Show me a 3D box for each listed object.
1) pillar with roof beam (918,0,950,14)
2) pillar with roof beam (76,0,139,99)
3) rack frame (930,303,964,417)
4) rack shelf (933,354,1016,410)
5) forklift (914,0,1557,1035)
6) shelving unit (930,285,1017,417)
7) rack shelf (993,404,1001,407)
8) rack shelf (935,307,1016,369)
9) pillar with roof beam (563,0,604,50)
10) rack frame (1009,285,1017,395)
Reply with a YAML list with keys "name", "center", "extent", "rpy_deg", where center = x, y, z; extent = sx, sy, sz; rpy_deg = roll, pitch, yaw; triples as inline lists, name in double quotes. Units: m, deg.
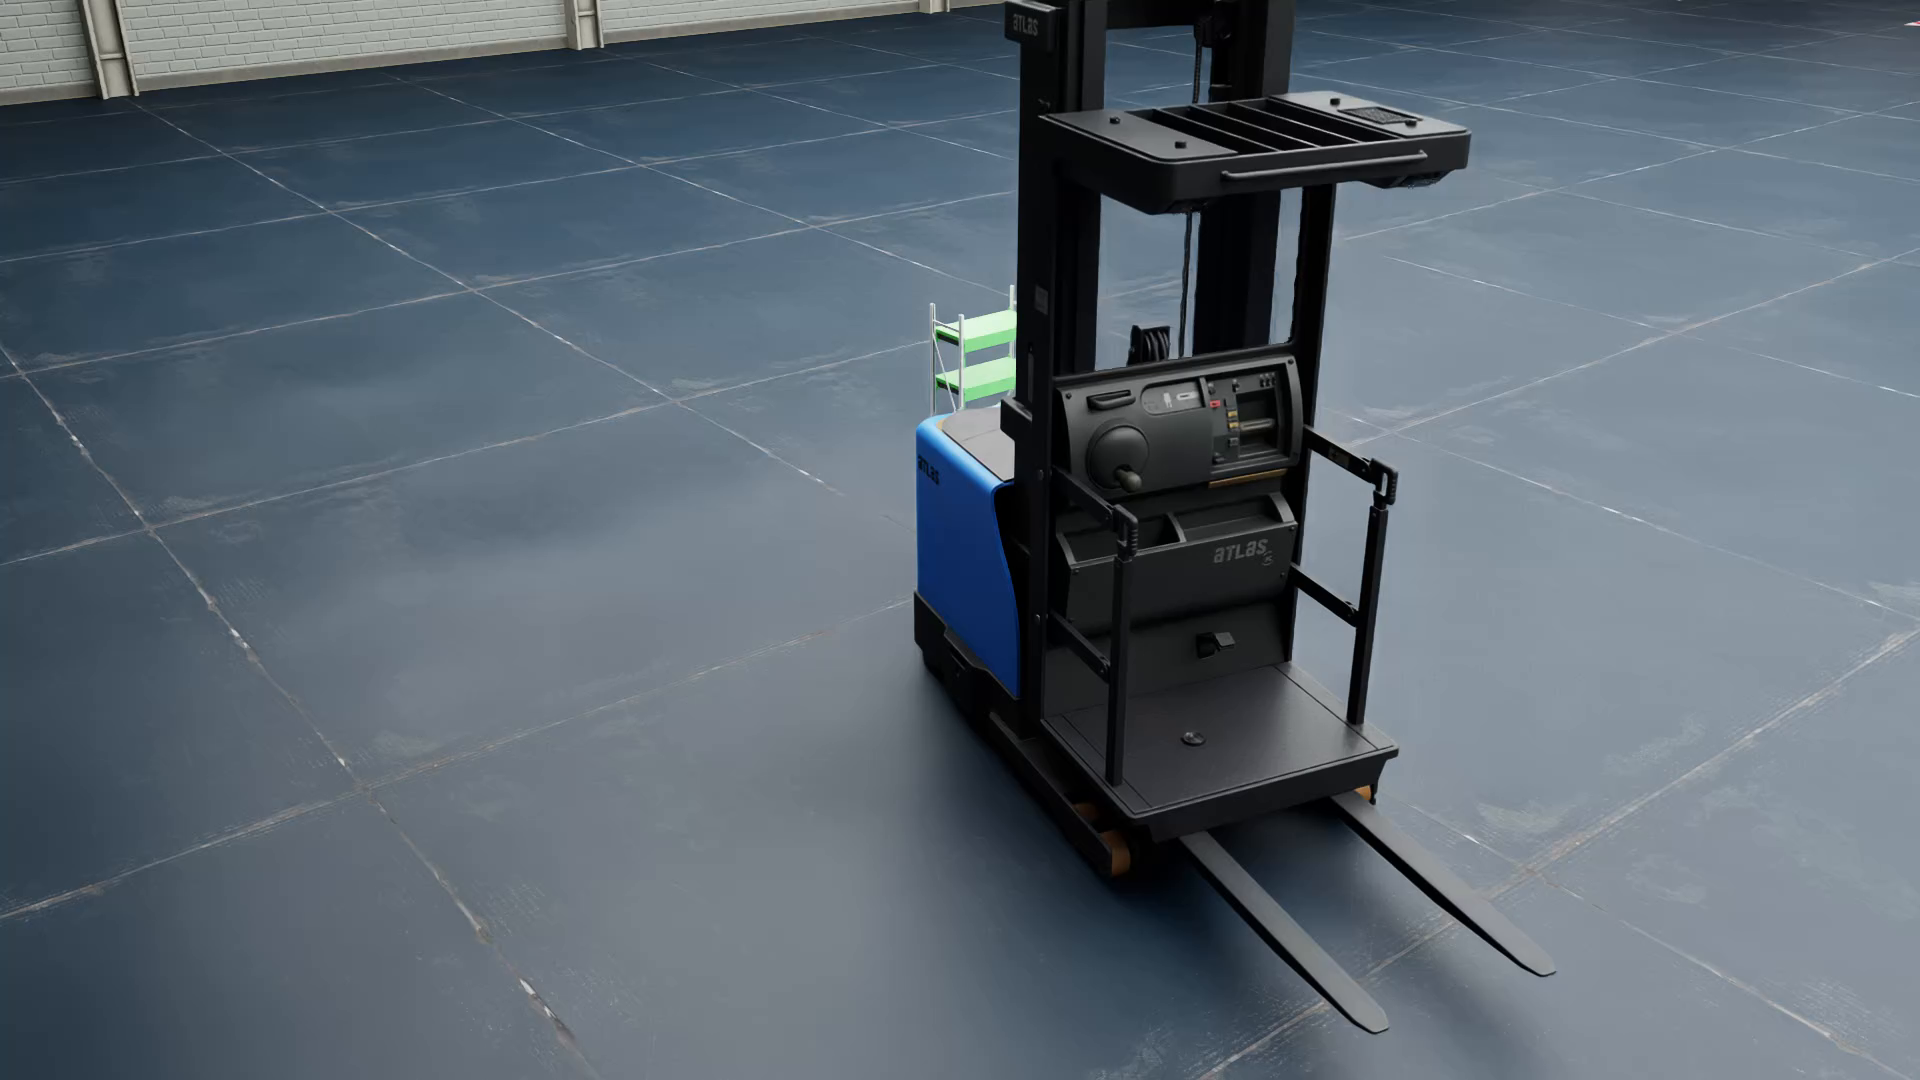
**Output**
- name: "pillar with roof beam"
  center: [2.246, -10.977, 21.212]
  extent: [0.400, 9.000, 9.100]
  rpy_deg: [-18, 31, -34]
- name: "pillar with roof beam"
  center: [-7.197, -7.859, 14.495]
  extent: [0.400, 9.000, 9.100]
  rpy_deg: [-18, 31, -34]
- name: "rack frame"
  center: [-0.062, -0.524, 7.953]
  extent: [0.015, 1.200, 0.240]
  rpy_deg: [-18, 31, -34]
- name: "rack shelf"
  center: [0.130, -0.747, 8.016]
  extent: [0.480, 0.148, 0.258]
  rpy_deg: [-18, 31, -34]
- name: "forklift"
  center: [0.862, -0.369, 5.563]
  extent: [1.130, 2.935, 3.031]
  rpy_deg: [-11, 27, -22]
- name: "shelving unit"
  center: [0.130, -0.587, 8.090]
  extent: [0.503, 1.200, 0.258]
  rpy_deg: [-18, 31, -34]
- name: "rack shelf"
  center: [0.130, -0.529, 8.117]
  extent: [0.480, 0.148, 0.258]
  rpy_deg: [-18, 31, -34]
- name: "rack shelf"
  center: [0.130, -0.965, 7.915]
  extent: [0.480, 0.148, 0.258]
  rpy_deg: [-18, 31, -34]
- name: "pillar with roof beam"
  center: [-2.476, -9.418, 17.853]
  extent: [0.400, 9.000, 9.100]
  rpy_deg: [-18, 31, -34]
- name: "rack frame"
  center: [0.322, -0.651, 8.227]
  extent: [0.015, 1.200, 0.240]
  rpy_deg: [-18, 31, -34]
